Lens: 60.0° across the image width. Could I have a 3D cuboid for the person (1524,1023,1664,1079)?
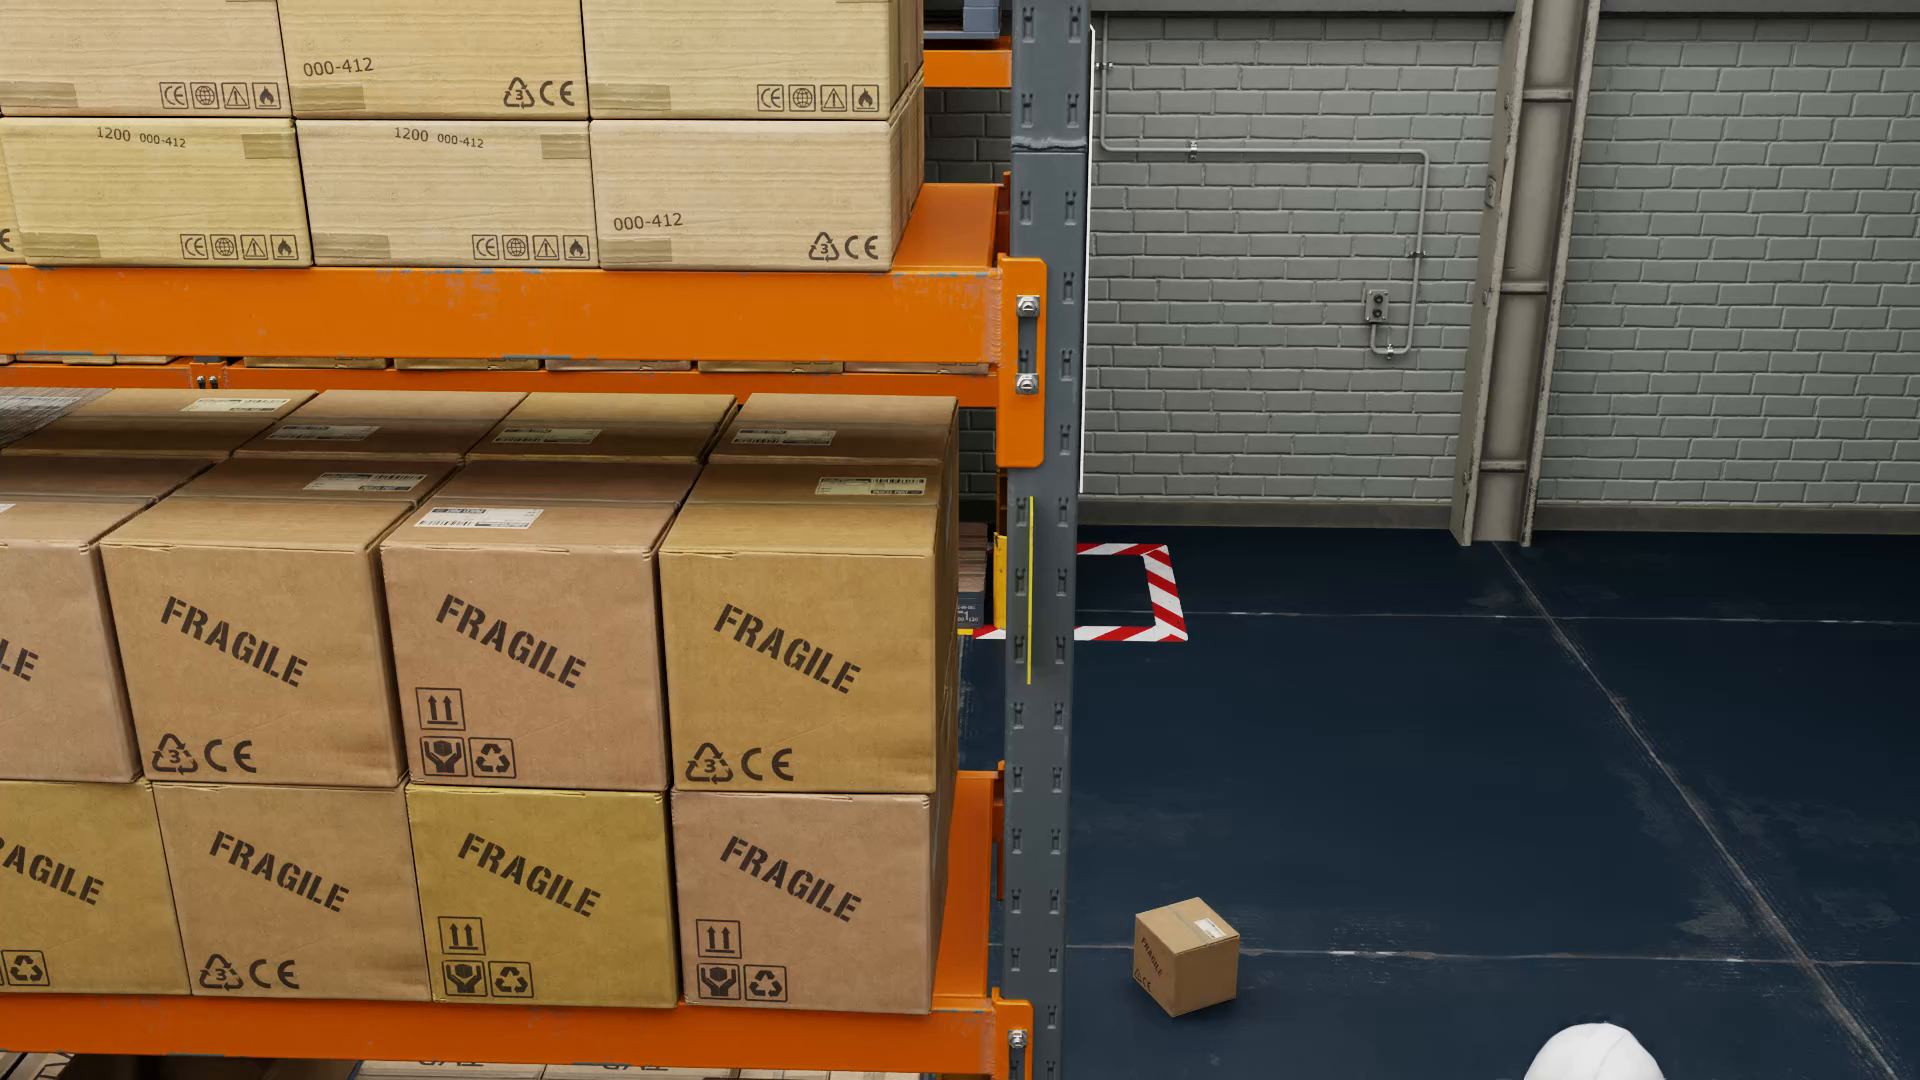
[{"bbox_3d":[1.006,1.607,2.749,0.646,1.730,0.977,12,24,29],"label":"person"}]
